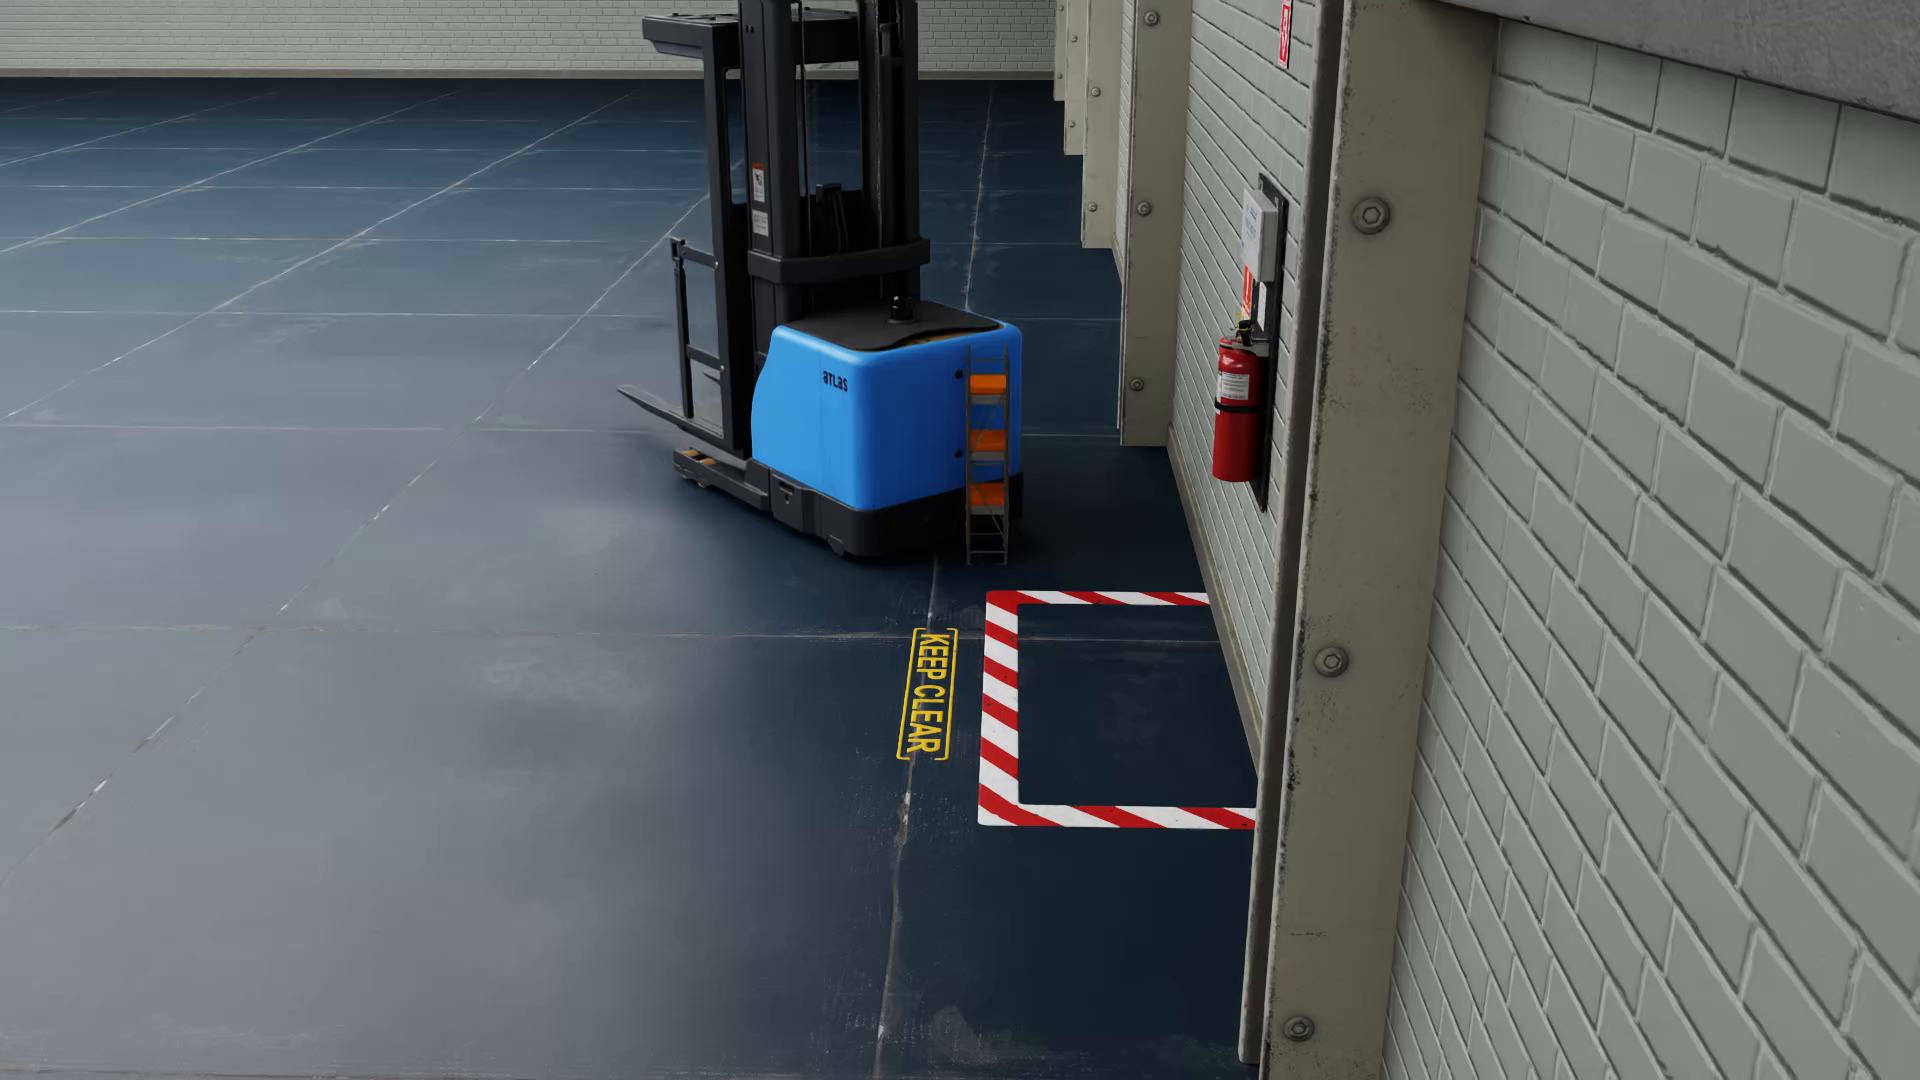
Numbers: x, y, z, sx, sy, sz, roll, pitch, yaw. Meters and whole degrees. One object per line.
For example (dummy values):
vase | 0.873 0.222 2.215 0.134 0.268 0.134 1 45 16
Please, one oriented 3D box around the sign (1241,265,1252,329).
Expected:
sign | 1.178 -0.973 6.841 0.001 0.329 0.234 1 21 2

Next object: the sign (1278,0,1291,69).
sign | 1.158 -1.840 5.921 0.001 0.298 0.199 1 21 2

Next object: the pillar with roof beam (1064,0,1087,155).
pillar with roof beam | -2.810 -9.217 19.844 9.100 9.000 0.400 1 21 2

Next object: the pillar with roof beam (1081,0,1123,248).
pillar with roof beam | -2.993 -7.048 14.253 9.100 9.000 0.400 1 21 2

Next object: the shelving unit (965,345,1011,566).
shelving unit | 0.134 -0.408 8.129 0.215 1.050 0.252 0 21 0

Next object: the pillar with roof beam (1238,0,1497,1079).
pillar with roof beam | -3.358 -2.709 3.070 9.100 9.000 0.400 1 21 2

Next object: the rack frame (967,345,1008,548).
rack frame | 0.134 -0.452 8.243 0.200 1.050 0.008 0 21 0

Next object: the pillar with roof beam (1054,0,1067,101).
pillar with roof beam | -2.628 -11.386 25.435 9.100 9.000 0.400 1 21 2

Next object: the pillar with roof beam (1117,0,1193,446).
pillar with roof beam | -3.175 -4.878 8.661 9.100 9.000 0.400 1 21 2

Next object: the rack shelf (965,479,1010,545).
rack shelf | 0.134 -0.139 8.234 0.215 0.259 0.240 0 21 0

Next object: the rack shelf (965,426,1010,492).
rack shelf | 0.134 -0.398 8.133 0.215 0.259 0.240 0 21 0

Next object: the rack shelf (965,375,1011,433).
rack shelf | 0.134 -0.663 8.030 0.215 0.259 0.240 0 21 0

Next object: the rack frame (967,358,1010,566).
rack frame | 0.134 -0.364 8.016 0.200 1.050 0.008 0 21 0

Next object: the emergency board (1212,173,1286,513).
emergency board | 1.058 -0.758 6.335 0.194 1.169 0.643 1 21 2

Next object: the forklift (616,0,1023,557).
forklift | -0.964 -1.750 8.988 1.130 2.935 3.031 -15 26 -34
